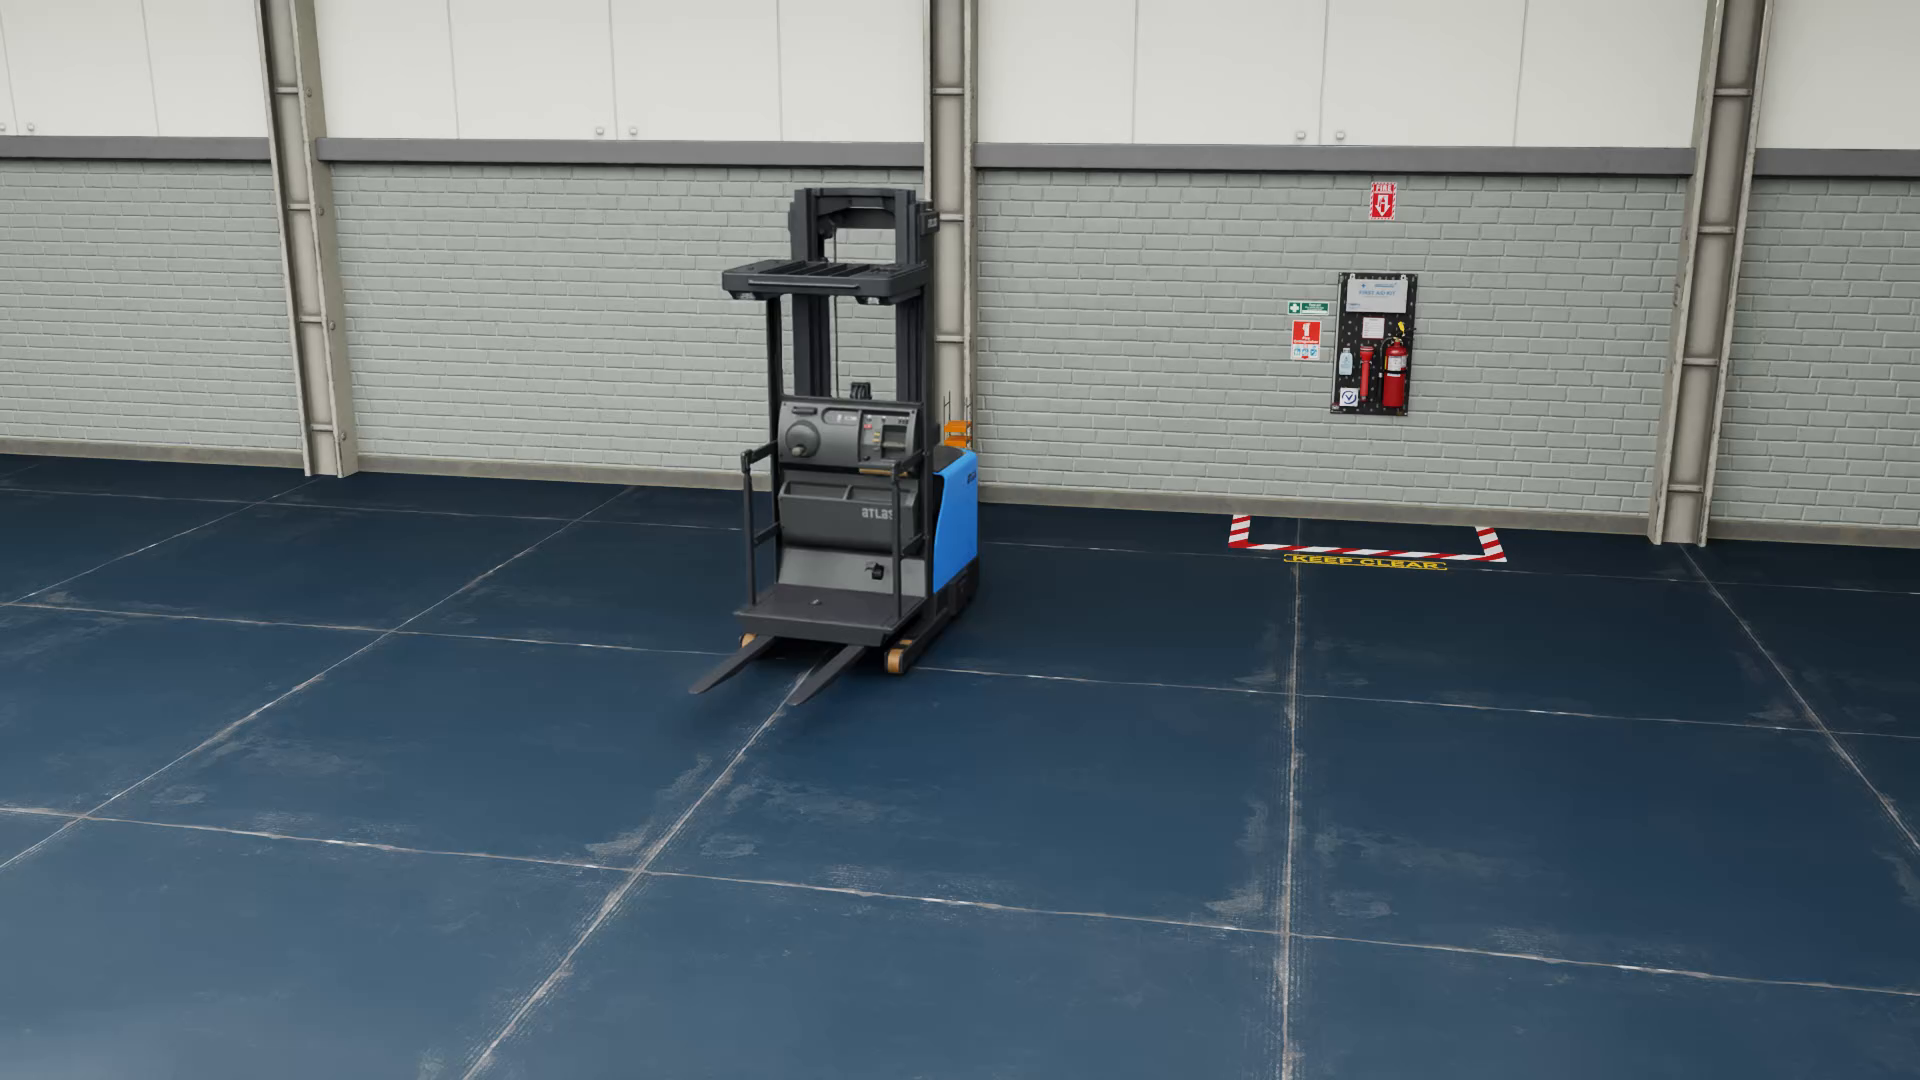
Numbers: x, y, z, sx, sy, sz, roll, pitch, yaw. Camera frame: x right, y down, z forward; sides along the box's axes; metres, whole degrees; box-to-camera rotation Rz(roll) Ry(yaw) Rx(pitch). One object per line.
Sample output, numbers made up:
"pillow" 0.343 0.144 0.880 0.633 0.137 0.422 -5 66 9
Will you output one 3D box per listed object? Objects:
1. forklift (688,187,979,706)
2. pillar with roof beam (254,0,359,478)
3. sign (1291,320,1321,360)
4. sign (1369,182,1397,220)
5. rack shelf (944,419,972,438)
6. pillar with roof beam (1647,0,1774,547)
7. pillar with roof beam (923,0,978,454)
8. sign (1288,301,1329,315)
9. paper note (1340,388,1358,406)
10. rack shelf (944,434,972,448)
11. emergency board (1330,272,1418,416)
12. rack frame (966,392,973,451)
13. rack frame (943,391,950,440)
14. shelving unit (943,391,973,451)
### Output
"forklift" -0.785 -0.685 10.474 1.130 2.935 3.031 5 16 17
"pillar with roof beam" -6.813 -3.846 10.519 0.400 9.000 9.100 3 16 11
"sign" 2.869 -1.658 13.790 0.234 0.329 0.001 3 16 11
"sign" 3.403 -2.728 13.378 0.199 0.298 0.001 3 16 11
"rack shelf" -0.014 -0.883 13.250 0.180 0.103 0.258 3 16 11
"pillar with roof beam" 4.947 -3.208 8.214 0.400 9.000 9.100 3 16 11
"pillar with roof beam" -0.933 -3.527 9.367 0.400 9.000 9.100 3 16 11
"sign" 2.872 -1.910 13.710 0.331 0.109 0.001 3 16 11
"paper note" 3.231 -1.187 13.808 0.142 0.148 0.016 3 16 11
"rack shelf" -0.014 -0.767 13.282 0.180 0.103 0.258 3 16 11
"emergency board" 3.391 -1.584 13.592 0.643 1.169 0.194 3 16 11
"rack frame" 0.075 -0.574 13.317 0.006 1.200 0.240 3 16 11
"rack frame" -0.104 -0.584 13.352 0.006 1.200 0.240 3 16 11
"shelving unit" -0.014 -0.579 13.335 0.189 1.200 0.258 3 16 11
